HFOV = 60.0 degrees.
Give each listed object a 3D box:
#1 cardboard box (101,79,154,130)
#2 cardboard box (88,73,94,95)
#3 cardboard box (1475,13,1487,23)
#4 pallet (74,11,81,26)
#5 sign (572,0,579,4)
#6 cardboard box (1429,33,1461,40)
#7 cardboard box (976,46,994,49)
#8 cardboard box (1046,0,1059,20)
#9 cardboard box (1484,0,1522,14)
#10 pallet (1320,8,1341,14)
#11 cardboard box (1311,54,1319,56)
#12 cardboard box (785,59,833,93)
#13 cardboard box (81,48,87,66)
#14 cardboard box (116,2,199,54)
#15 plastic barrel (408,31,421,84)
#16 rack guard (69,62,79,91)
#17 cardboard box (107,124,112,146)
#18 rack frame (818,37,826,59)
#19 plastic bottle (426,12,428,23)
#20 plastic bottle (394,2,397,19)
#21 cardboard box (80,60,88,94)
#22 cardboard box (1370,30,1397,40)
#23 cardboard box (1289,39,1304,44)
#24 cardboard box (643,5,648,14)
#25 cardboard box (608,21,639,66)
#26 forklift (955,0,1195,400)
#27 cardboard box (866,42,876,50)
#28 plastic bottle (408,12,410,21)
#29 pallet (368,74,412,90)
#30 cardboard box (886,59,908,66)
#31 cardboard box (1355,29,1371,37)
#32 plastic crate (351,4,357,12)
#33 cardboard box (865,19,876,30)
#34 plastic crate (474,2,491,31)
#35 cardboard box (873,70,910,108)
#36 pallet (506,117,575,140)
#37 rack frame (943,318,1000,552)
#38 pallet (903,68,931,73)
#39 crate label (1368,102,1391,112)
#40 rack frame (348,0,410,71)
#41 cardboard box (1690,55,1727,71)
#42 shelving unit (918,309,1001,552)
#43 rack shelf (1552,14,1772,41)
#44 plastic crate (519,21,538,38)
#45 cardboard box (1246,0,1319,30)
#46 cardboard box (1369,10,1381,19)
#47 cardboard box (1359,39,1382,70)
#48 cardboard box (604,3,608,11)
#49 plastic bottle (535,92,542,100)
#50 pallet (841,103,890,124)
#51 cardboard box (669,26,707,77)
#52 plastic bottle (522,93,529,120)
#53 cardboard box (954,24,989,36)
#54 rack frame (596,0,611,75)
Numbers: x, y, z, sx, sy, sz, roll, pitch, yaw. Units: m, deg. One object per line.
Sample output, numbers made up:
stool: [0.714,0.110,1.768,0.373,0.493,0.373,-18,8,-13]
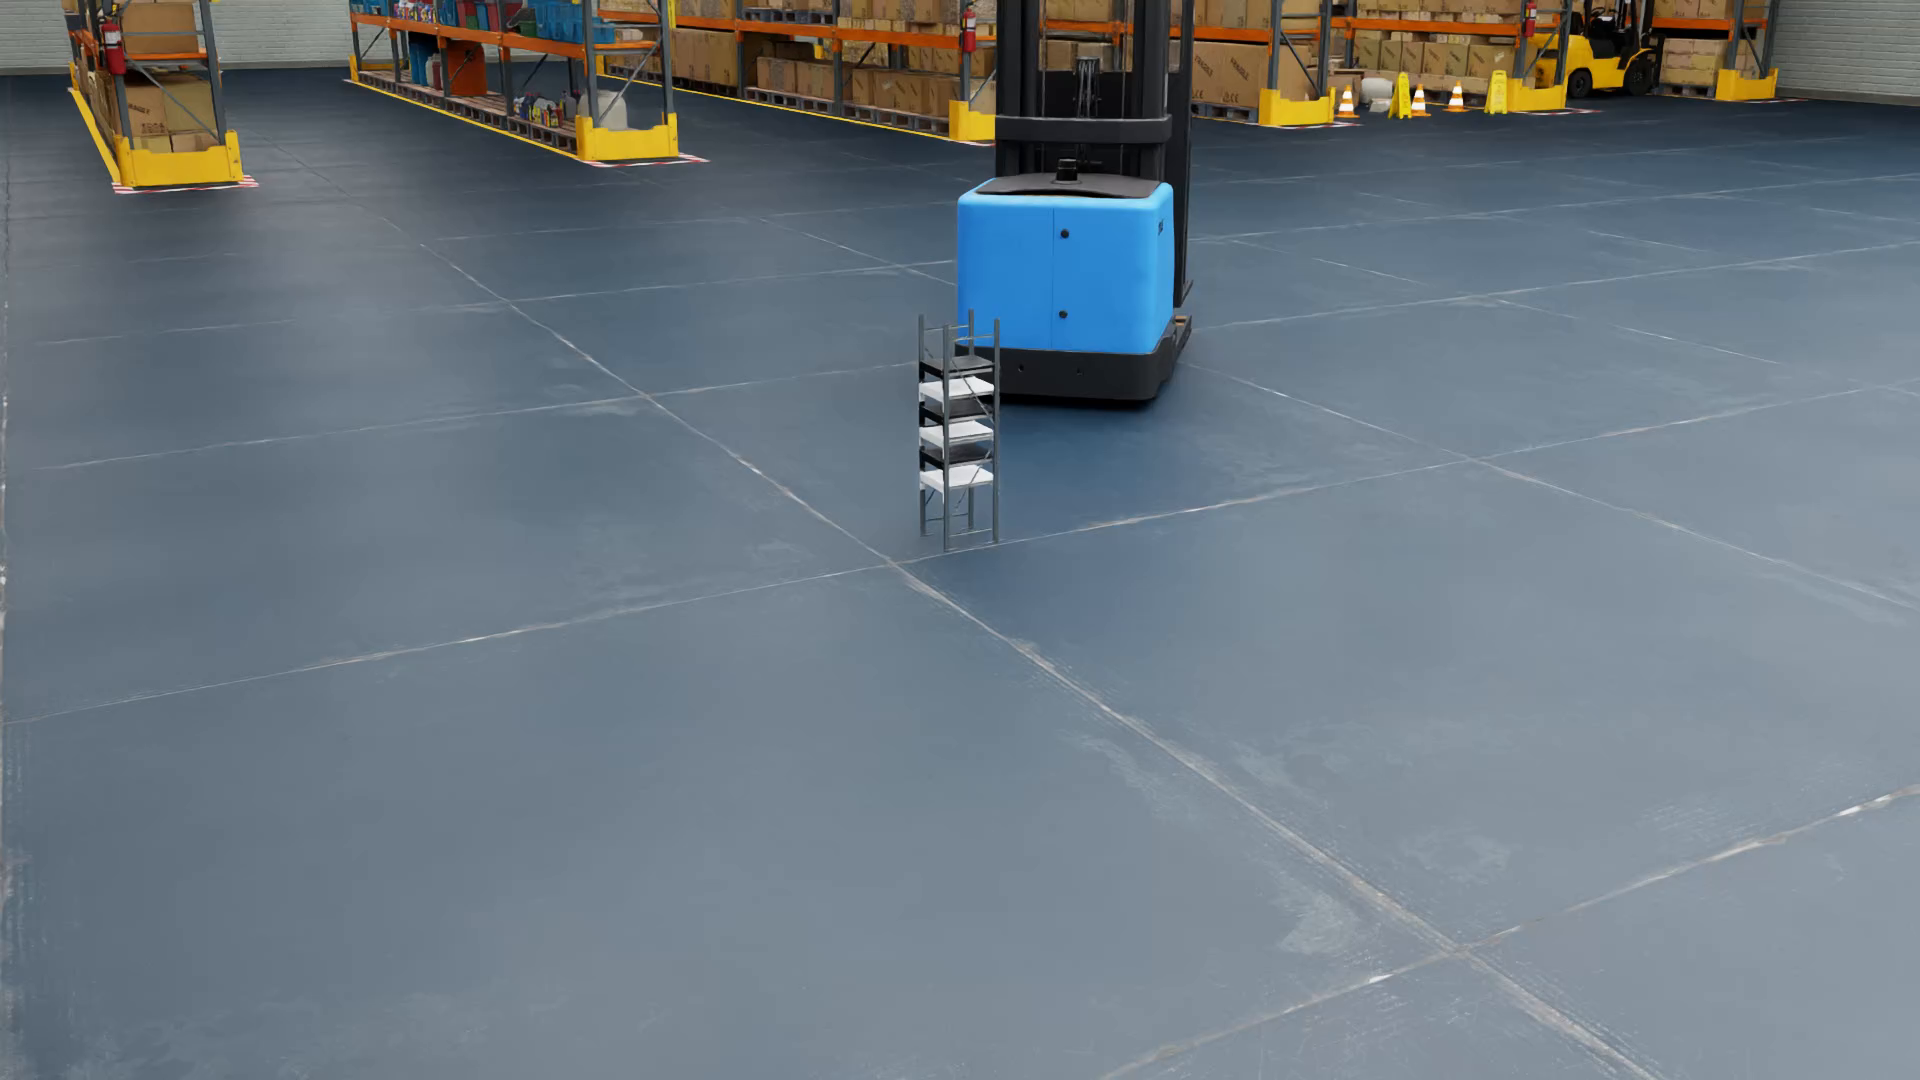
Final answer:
cardboard box: [-9.256,-4.867,18.560,0.500,0.500,0.500,-10,21,-27]
cardboard box: [-11.804,-6.337,23.108,0.500,0.311,0.500,-11,22,-28]
cardboard box: [8.503,-8.378,26.697,0.380,0.149,0.250,-10,22,-28]
pallet: [-12.979,-7.985,25.467,1.003,0.211,1.213,-10,21,-27]
sign: [-5.301,-7.349,22.906,0.100,0.325,0.005,-10,21,-27]
cardboard box: [10.041,-10.251,34.737,0.875,0.625,0.625,-9,21,-25]
cardboard box: [0.527,-9.318,31.075,0.500,0.250,0.500,-11,22,-28]
cardboard box: [1.775,-9.234,28.638,0.500,0.500,0.500,-10,22,-27]
cardboard box: [8.689,-8.591,26.320,0.500,0.500,0.500,-10,22,-28]
pallet: [6.366,-9.934,31.115,1.003,0.211,1.213,-10,21,-27]
cardboard box: [6.363,-8.950,31.354,0.950,0.372,0.625,-9,21,-25]
cardboard box: [-2.445,-7.570,27.127,0.700,0.500,0.500,-8,21,-22]
cardboard box: [-13.222,-7.440,25.601,0.500,0.250,0.500,-10,22,-28]
cardboard box: [-8.462,-5.405,17.543,0.700,0.500,0.500,-10,21,-27]
plastic barrel: [-9.346,-8.480,29.182,0.600,0.901,0.708,-10,21,-27]
rack guard: [-15.814,-8.611,30.820,1.175,0.500,0.348,-10,21,-27]
cardboard box: [-9.490,-4.657,19.101,0.500,0.250,0.500,-10,21,-27]
rack frame: [-2.717,-12.087,37.062,1.000,3.000,0.127,-10,21,-27]
plastic bottle: [-8.544,-8.426,26.757,0.097,0.201,0.097,0,19,0]
plastic bottle: [-9.791,-9.206,28.891,0.061,0.283,0.133,-10,21,-27]
cardboard box: [-13.935,-7.516,26.972,0.500,0.500,0.500,-11,22,-29]
cardboard box: [7.339,-8.742,28.794,0.380,0.149,0.250,-10,21,-26]
cardboard box: [7.889,-11.348,38.107,0.500,0.500,0.500,-9,21,-24]
cardboard box: [-5.908,-10.265,32.167,0.380,0.149,0.250,-10,22,-28]
cardboard box: [-6.756,-10.371,34.701,0.875,0.875,0.875,-10,21,-27]
forklift: [0.796,-2.541,9.502,1.130,2.935,3.031,4,19,12]
cardboard box: [-1.761,-10.420,35.046,0.380,0.149,0.250,-11,22,-29]
plastic bottle: [-9.234,-8.843,27.966,0.097,0.201,0.097,0,19,0]
pallet: [-10.556,-8.670,31.434,1.003,0.211,1.213,-10,21,-27]
cardboard box: [-1.303,-9.850,34.304,0.380,0.149,0.250,-10,21,-26]
cardboard box: [8.852,-11.093,36.374,0.380,0.149,0.250,-10,22,-27]
plastic crate: [-11.582,-10.258,32.072,0.250,0.136,0.298,-10,21,-27]
cardboard box: [-1.134,-7.386,23.824,0.380,0.149,0.250,-10,21,-27]
plastic crate: [-6.588,-7.397,23.494,0.392,0.384,0.575,-10,21,-27]
cardboard box: [-0.998,-6.636,24.452,0.500,0.500,0.500,-3,19,-9]
pallet: [-5.508,-5.619,22.590,1.003,0.211,1.213,-10,21,-27]
rack frame: [0.044,-0.399,6.407,0.240,0.900,0.006,-10,21,-27]
pallet: [-0.446,-9.398,33.542,1.003,0.211,1.213,-10,21,-27]
crate label: [6.606,-6.807,26.148,0.298,0.136,0.250,11,22,30]
rack frame: [-11.489,-10.581,32.696,1.000,3.000,0.127,-10,21,-27]
cardboard box: [13.050,-8.286,28.851,0.500,0.250,0.500,-10,22,-27]
shelving unit: [-0.004,-0.428,6.491,0.258,0.900,0.210,-10,21,-27]
rack shelf: [12.606,-9.294,30.069,1.077,0.370,4.000,-10,21,-27]
plastic crate: [-5.394,-6.602,21.492,0.450,0.188,0.662,-10,21,-27]
cardboard box: [4.665,-7.665,24.015,0.875,0.550,0.550,-10,21,-27]
cardboard box: [7.323,-9.115,28.833,0.380,0.149,0.250,-9,21,-25]
cardboard box: [7.332,-8.480,29.030,0.500,0.500,0.500,-9,21,-24]
cardboard box: [-7.129,-11.003,34.304,0.380,0.149,0.250,-10,22,-27]
plastic bottle: [-5.646,-5.818,22.280,0.144,0.351,0.185,-10,21,-27]
pallet: [-1.082,-6.398,24.848,1.003,0.211,1.213,-10,21,-27]
cardboard box: [-4.909,-9.213,31.346,1.225,0.875,0.875,-10,21,-26]
plastic bottle: [-5.772,-5.796,22.215,0.144,0.351,0.185,-9,21,-25]
cardboard box: [0.151,-6.686,21.794,0.380,0.149,0.250,-10,21,-27]
rack frame: [-7.130,-11.348,34.919,1.000,3.000,0.127,-10,21,-27]
